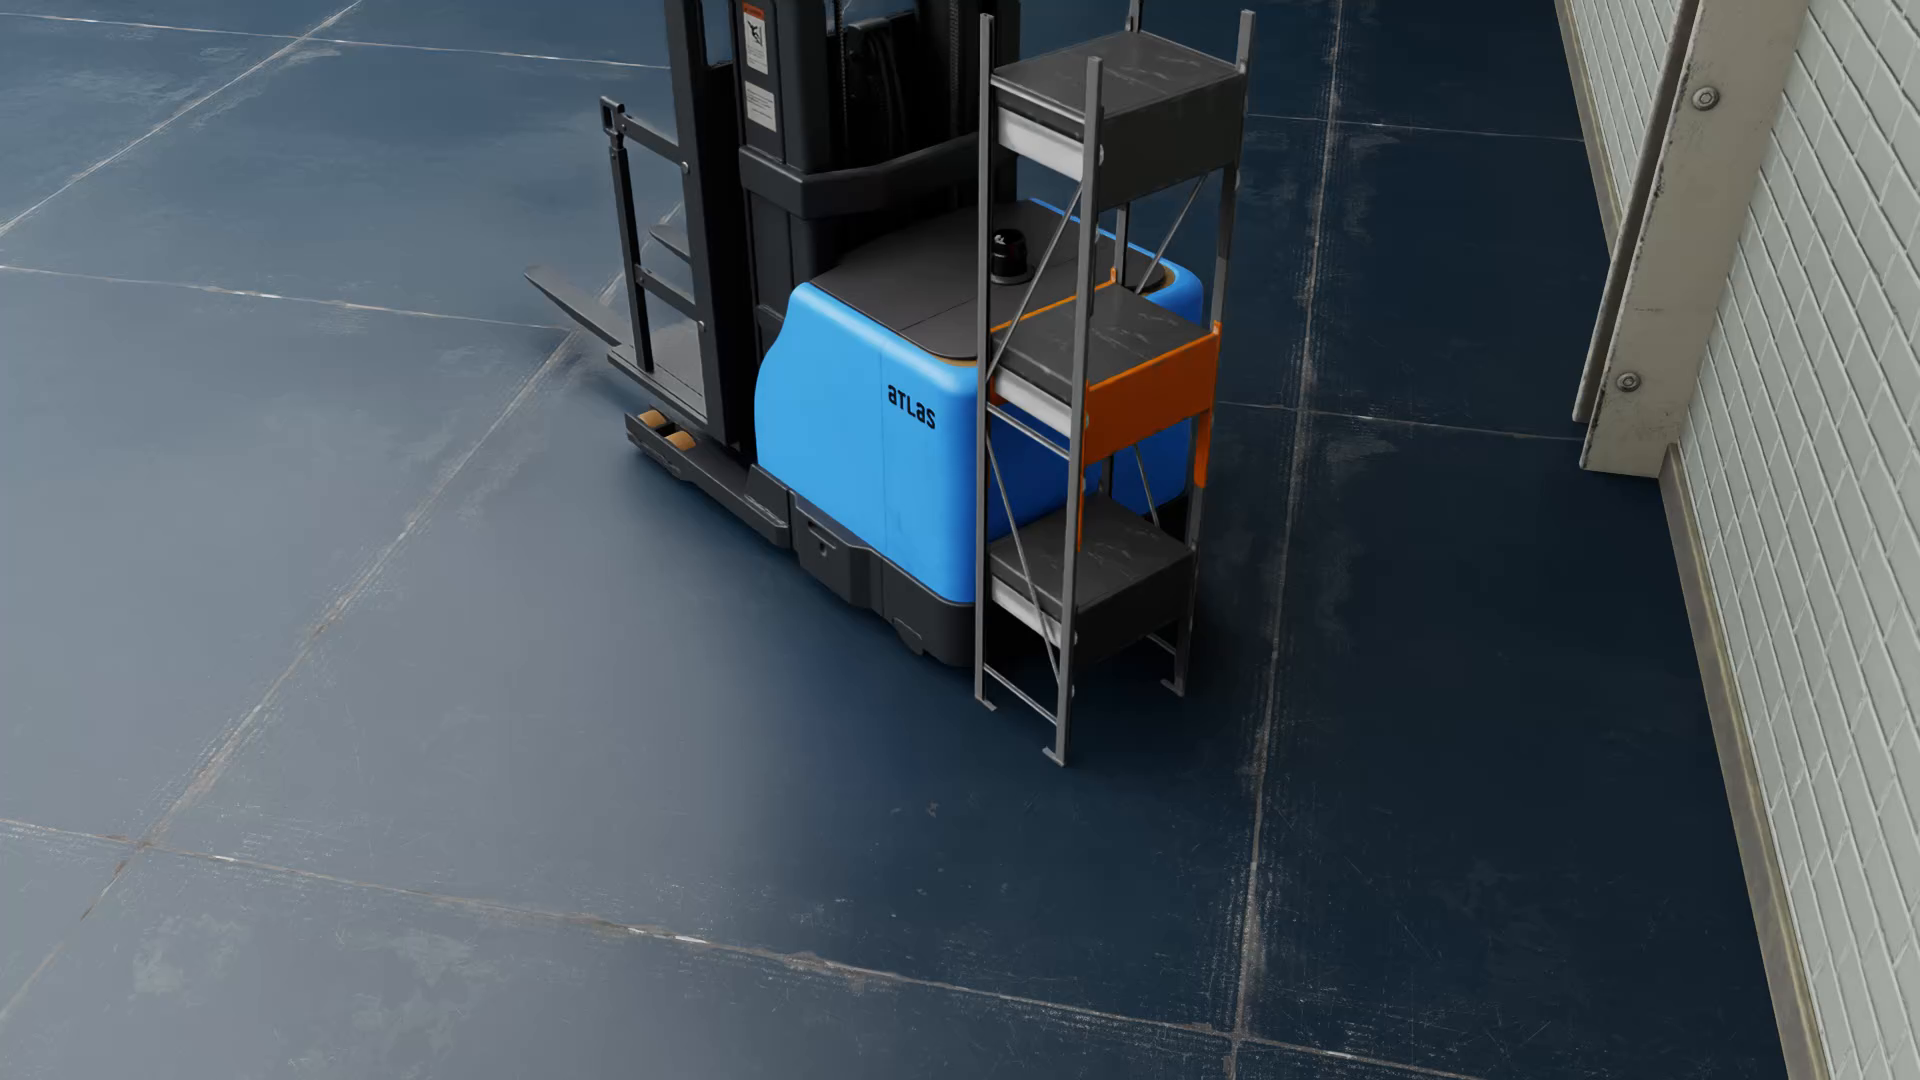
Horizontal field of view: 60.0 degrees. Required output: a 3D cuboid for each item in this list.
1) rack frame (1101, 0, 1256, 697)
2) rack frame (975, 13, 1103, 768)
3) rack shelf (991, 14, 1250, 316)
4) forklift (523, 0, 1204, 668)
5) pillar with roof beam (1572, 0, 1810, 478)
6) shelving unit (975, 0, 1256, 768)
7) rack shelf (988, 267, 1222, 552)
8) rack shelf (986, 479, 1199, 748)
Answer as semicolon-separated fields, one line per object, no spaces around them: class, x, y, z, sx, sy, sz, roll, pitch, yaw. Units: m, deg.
rack frame;0.556;-0.462;4.598;0.015;2.100;0.400;-26;43;-31
rack frame;0.179;-0.280;4.347;0.015;2.100;0.400;-26;43;-31
rack shelf;0.367;-0.927;4.070;0.480;0.518;0.431;-26;43;-31
forklift;-0.584;-1.587;5.441;1.130;2.935;3.031;-27;44;-32
pillar with roof beam;-1.732;-4.538;4.343;9.100;9.000;0.400;7;37;10
shelving unit;0.367;-0.371;4.473;0.503;2.100;0.431;-26;43;-31
rack shelf;0.367;-0.360;4.481;0.480;0.518;0.431;-26;43;-31
rack shelf;0.367;0.207;4.891;0.480;0.518;0.431;-26;43;-31
